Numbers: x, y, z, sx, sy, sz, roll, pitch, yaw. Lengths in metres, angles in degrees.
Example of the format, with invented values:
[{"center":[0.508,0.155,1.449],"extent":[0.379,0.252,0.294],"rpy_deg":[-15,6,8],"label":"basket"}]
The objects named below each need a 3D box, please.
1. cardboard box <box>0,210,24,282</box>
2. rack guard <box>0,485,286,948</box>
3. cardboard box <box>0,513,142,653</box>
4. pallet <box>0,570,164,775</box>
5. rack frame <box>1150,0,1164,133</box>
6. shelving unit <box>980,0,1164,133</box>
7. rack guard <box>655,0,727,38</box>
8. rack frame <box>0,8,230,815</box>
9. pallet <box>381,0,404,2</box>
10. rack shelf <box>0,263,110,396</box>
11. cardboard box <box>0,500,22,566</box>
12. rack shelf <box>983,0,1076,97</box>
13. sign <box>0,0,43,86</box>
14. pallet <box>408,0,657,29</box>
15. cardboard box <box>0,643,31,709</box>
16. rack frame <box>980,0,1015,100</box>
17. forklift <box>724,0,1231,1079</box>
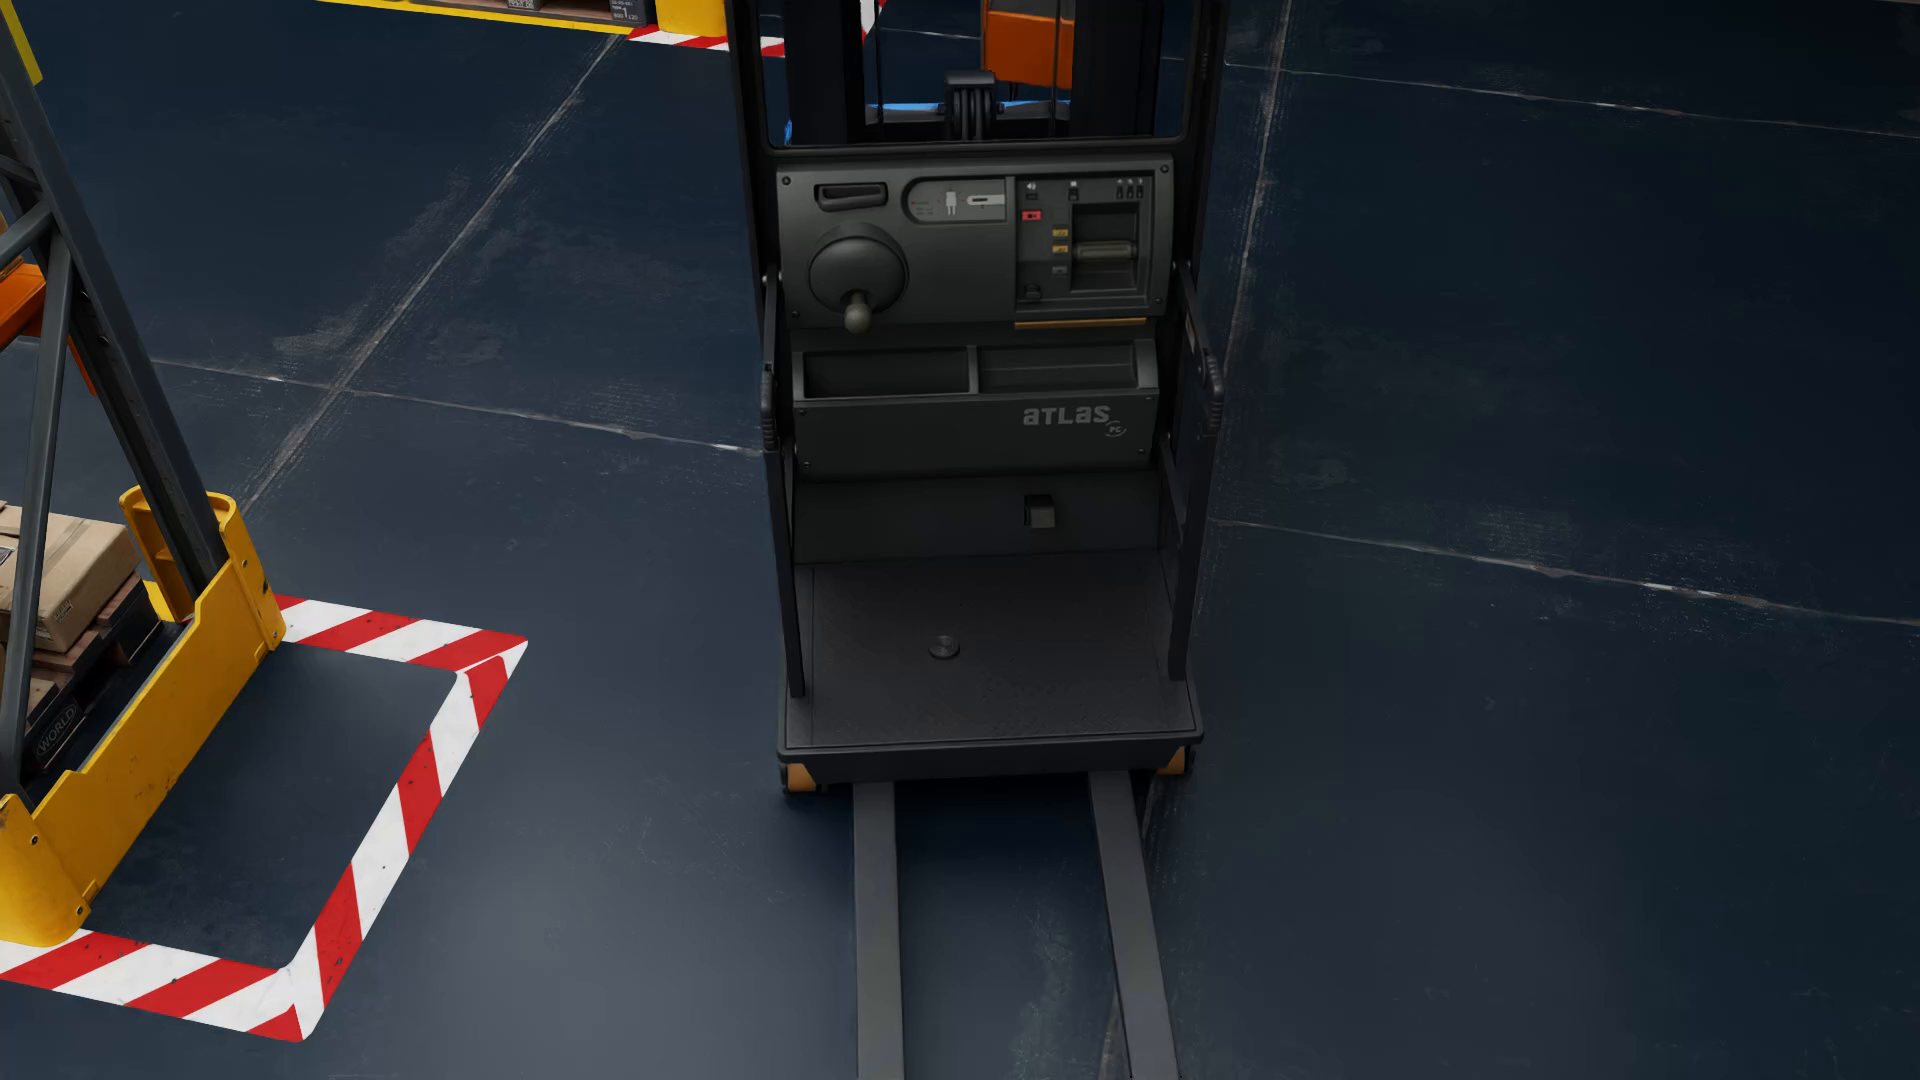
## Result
[{"center":[-2.596,-0.738,3.781],"extent":[0.500,0.500,0.500],"rpy_deg":[10,45,10],"label":"cardboard box"},{"center":[-2.295,0.433,4.440],"extent":[0.348,0.500,1.175],"rpy_deg":[9,45,9],"label":"rack guard"},{"center":[-2.554,0.116,4.705],"extent":[0.250,0.149,0.380],"rpy_deg":[9,45,9],"label":"cardboard box"},{"center":[-3.073,0.417,4.665],"extent":[1.213,0.211,1.003],"rpy_deg":[9,45,9],"label":"pallet"},{"center":[0.596,-1.515,5.303],"extent":[0.015,2.100,0.400],"rpy_deg":[11,45,12],"label":"rack frame"},{"center":[0.362,-1.562,5.354],"extent":[0.503,2.100,0.431],"rpy_deg":[11,45,12],"label":"shelving unit"},{"center":[-1.119,-2.905,7.907],"extent":[0.348,0.500,1.175],"rpy_deg":[9,45,9],"label":"rack guard"},{"center":[-2.221,-0.456,3.561],"extent":[0.127,3.000,1.000],"rpy_deg":[9,45,9],"label":"rack frame"},{"center":[-3.127,-3.059,8.276],"extent":[1.213,0.211,1.003],"rpy_deg":[9,45,9],"label":"pallet"},{"center":[-4.172,-0.500,4.125],"extent":[4.000,0.370,1.077],"rpy_deg":[9,45,9],"label":"rack shelf"},{"center":[-2.798,0.072,4.738],"extent":[0.250,0.166,0.380],"rpy_deg":[9,45,9],"label":"cardboard box"},{"center":[0.362,-1.552,5.363],"extent":[0.480,0.518,0.431],"rpy_deg":[11,45,12],"label":"rack shelf"},{"center":[-2.102,-1.135,3.642],"extent":[0.005,0.325,0.100],"rpy_deg":[9,45,9],"label":"sign"},{"center":[-1.940,-2.873,8.082],"extent":[1.213,0.211,1.003],"rpy_deg":[9,45,9],"label":"pallet"},{"center":[-2.805,0.370,4.188],"extent":[0.500,0.500,0.500],"rpy_deg":[9,45,9],"label":"cardboard box"},{"center":[0.128,-1.609,5.404],"extent":[0.015,2.100,0.400],"rpy_deg":[11,45,12],"label":"rack frame"},{"center":[0.054,-0.610,3.770],"extent":[1.130,2.935,3.031],"rpy_deg":[-2,44,-2],"label":"forklift"}]
